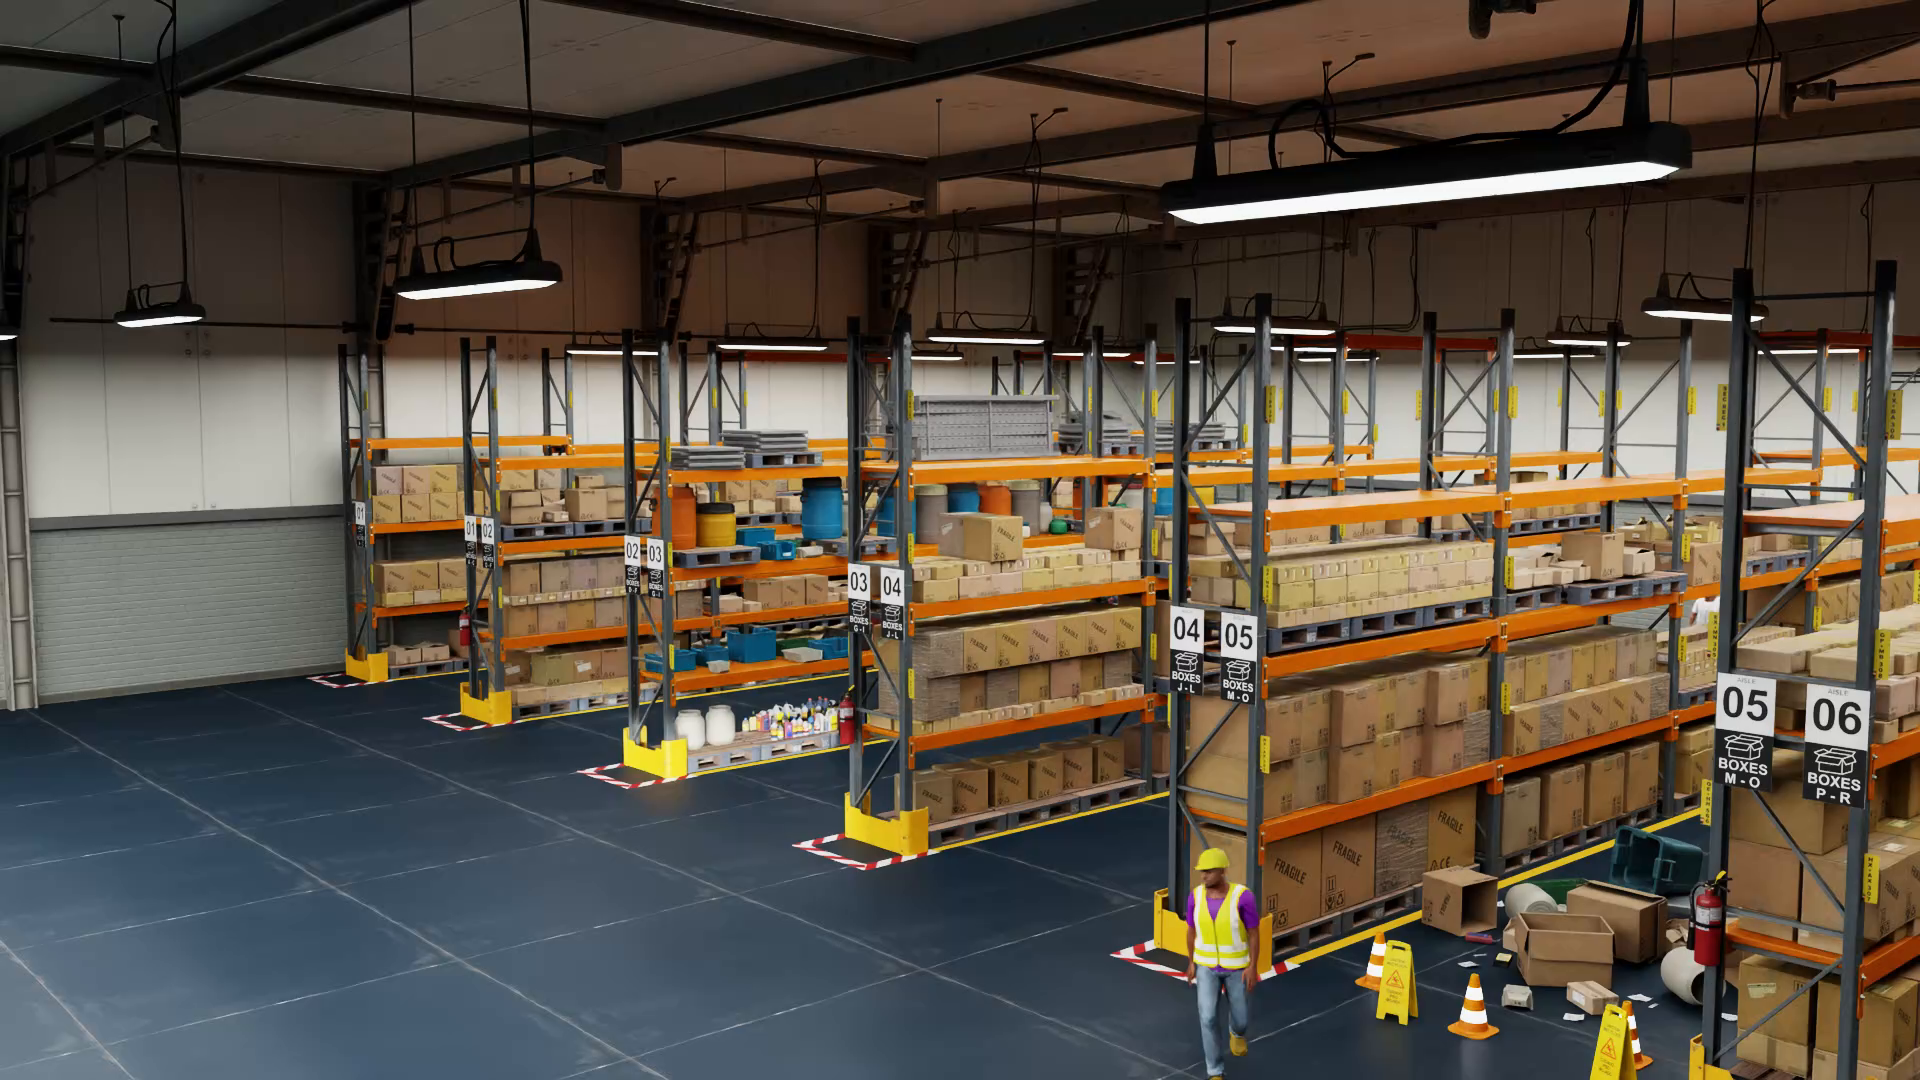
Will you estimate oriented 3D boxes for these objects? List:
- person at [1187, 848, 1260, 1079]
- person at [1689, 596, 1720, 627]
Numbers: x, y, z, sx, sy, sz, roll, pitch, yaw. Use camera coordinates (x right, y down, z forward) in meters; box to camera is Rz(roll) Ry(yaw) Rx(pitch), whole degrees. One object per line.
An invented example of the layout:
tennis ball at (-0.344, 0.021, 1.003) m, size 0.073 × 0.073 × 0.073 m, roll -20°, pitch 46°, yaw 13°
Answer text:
person at (1.960, 3.187, 12.457) m, size 0.579 × 1.732 × 0.853 m, roll 2°, pitch 5°, yaw 18°
person at (13.533, 1.611, 30.094) m, size 0.654 × 1.714 × 1.091 m, roll 5°, pitch 7°, yaw 45°
